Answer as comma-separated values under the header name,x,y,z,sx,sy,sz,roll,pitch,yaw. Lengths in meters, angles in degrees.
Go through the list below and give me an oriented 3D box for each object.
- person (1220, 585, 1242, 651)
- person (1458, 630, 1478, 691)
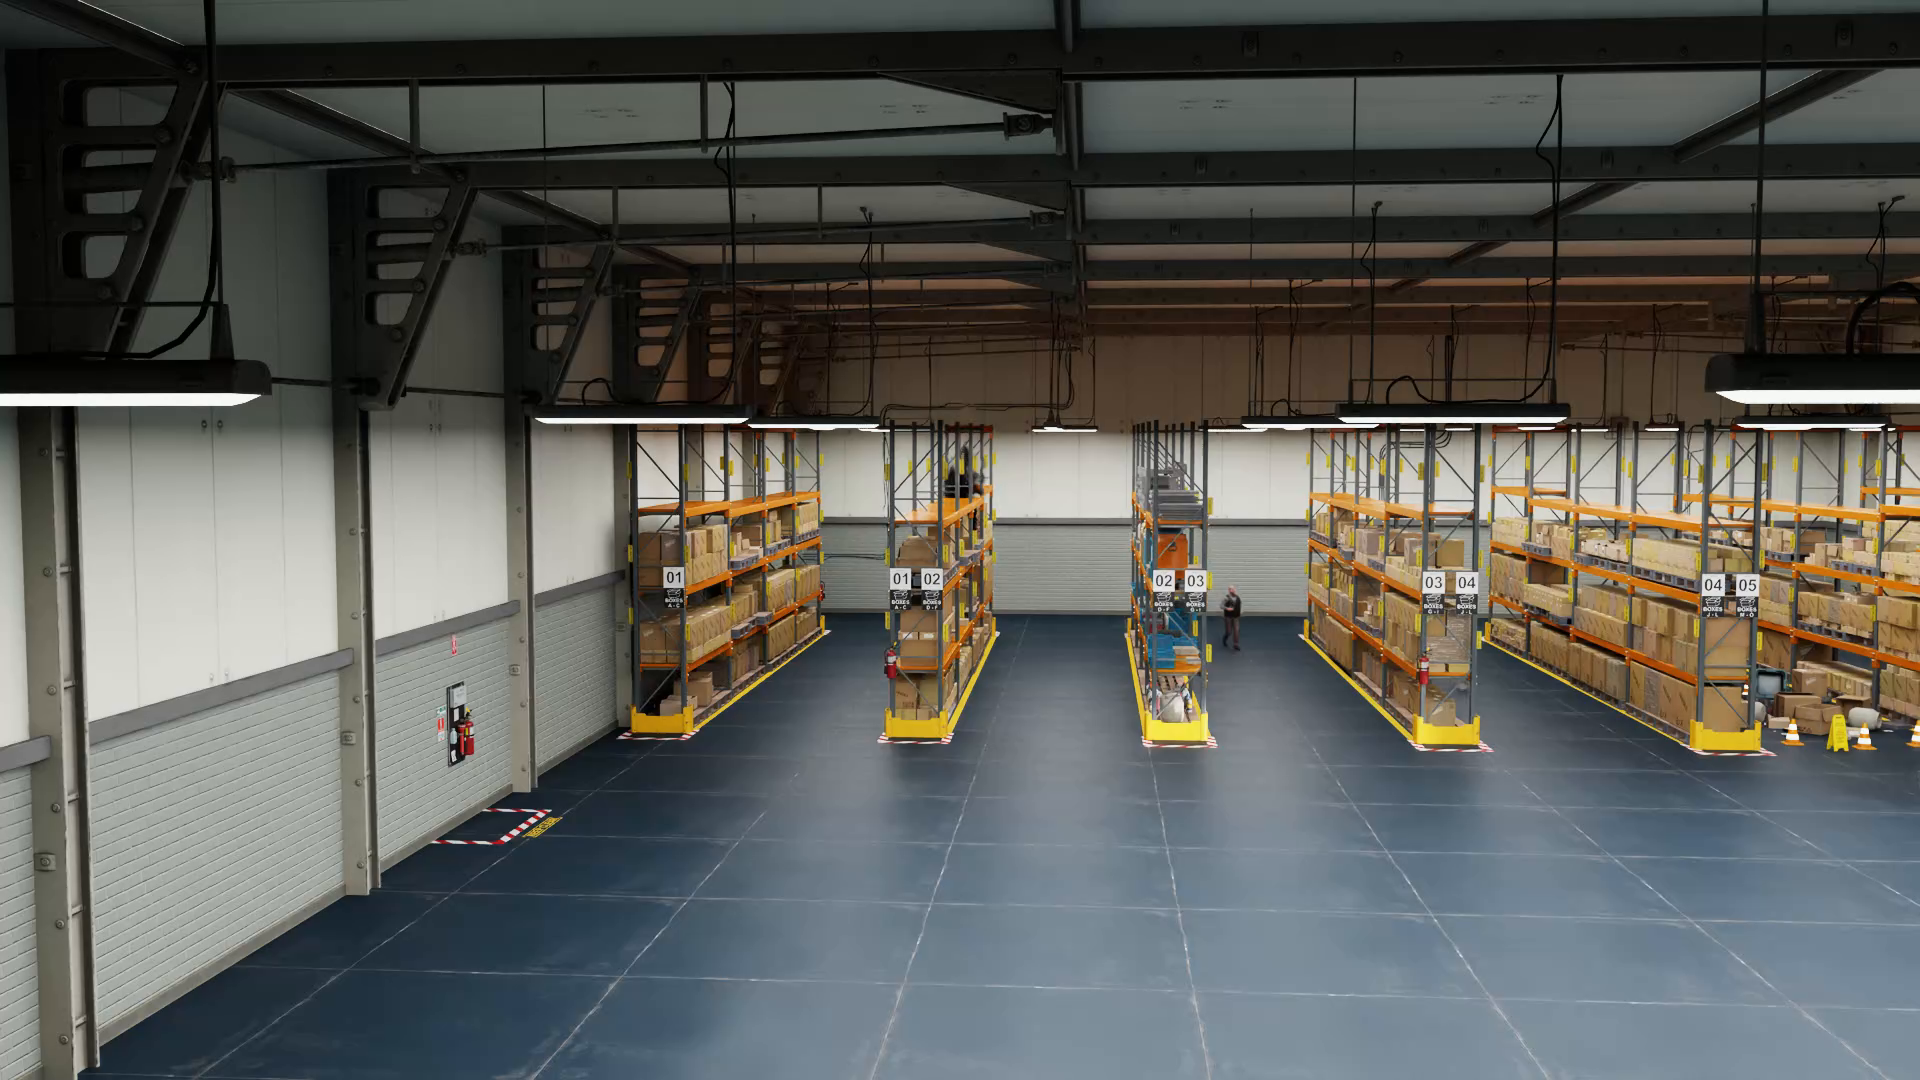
name,x,y,z,sx,sy,sz,roll,pitch,yaw
person,7.207,2.049,44.007,0.671,1.693,0.951,-1,4,-12
person,11.355,2.530,37.154,0.592,1.686,0.656,0,4,-1
